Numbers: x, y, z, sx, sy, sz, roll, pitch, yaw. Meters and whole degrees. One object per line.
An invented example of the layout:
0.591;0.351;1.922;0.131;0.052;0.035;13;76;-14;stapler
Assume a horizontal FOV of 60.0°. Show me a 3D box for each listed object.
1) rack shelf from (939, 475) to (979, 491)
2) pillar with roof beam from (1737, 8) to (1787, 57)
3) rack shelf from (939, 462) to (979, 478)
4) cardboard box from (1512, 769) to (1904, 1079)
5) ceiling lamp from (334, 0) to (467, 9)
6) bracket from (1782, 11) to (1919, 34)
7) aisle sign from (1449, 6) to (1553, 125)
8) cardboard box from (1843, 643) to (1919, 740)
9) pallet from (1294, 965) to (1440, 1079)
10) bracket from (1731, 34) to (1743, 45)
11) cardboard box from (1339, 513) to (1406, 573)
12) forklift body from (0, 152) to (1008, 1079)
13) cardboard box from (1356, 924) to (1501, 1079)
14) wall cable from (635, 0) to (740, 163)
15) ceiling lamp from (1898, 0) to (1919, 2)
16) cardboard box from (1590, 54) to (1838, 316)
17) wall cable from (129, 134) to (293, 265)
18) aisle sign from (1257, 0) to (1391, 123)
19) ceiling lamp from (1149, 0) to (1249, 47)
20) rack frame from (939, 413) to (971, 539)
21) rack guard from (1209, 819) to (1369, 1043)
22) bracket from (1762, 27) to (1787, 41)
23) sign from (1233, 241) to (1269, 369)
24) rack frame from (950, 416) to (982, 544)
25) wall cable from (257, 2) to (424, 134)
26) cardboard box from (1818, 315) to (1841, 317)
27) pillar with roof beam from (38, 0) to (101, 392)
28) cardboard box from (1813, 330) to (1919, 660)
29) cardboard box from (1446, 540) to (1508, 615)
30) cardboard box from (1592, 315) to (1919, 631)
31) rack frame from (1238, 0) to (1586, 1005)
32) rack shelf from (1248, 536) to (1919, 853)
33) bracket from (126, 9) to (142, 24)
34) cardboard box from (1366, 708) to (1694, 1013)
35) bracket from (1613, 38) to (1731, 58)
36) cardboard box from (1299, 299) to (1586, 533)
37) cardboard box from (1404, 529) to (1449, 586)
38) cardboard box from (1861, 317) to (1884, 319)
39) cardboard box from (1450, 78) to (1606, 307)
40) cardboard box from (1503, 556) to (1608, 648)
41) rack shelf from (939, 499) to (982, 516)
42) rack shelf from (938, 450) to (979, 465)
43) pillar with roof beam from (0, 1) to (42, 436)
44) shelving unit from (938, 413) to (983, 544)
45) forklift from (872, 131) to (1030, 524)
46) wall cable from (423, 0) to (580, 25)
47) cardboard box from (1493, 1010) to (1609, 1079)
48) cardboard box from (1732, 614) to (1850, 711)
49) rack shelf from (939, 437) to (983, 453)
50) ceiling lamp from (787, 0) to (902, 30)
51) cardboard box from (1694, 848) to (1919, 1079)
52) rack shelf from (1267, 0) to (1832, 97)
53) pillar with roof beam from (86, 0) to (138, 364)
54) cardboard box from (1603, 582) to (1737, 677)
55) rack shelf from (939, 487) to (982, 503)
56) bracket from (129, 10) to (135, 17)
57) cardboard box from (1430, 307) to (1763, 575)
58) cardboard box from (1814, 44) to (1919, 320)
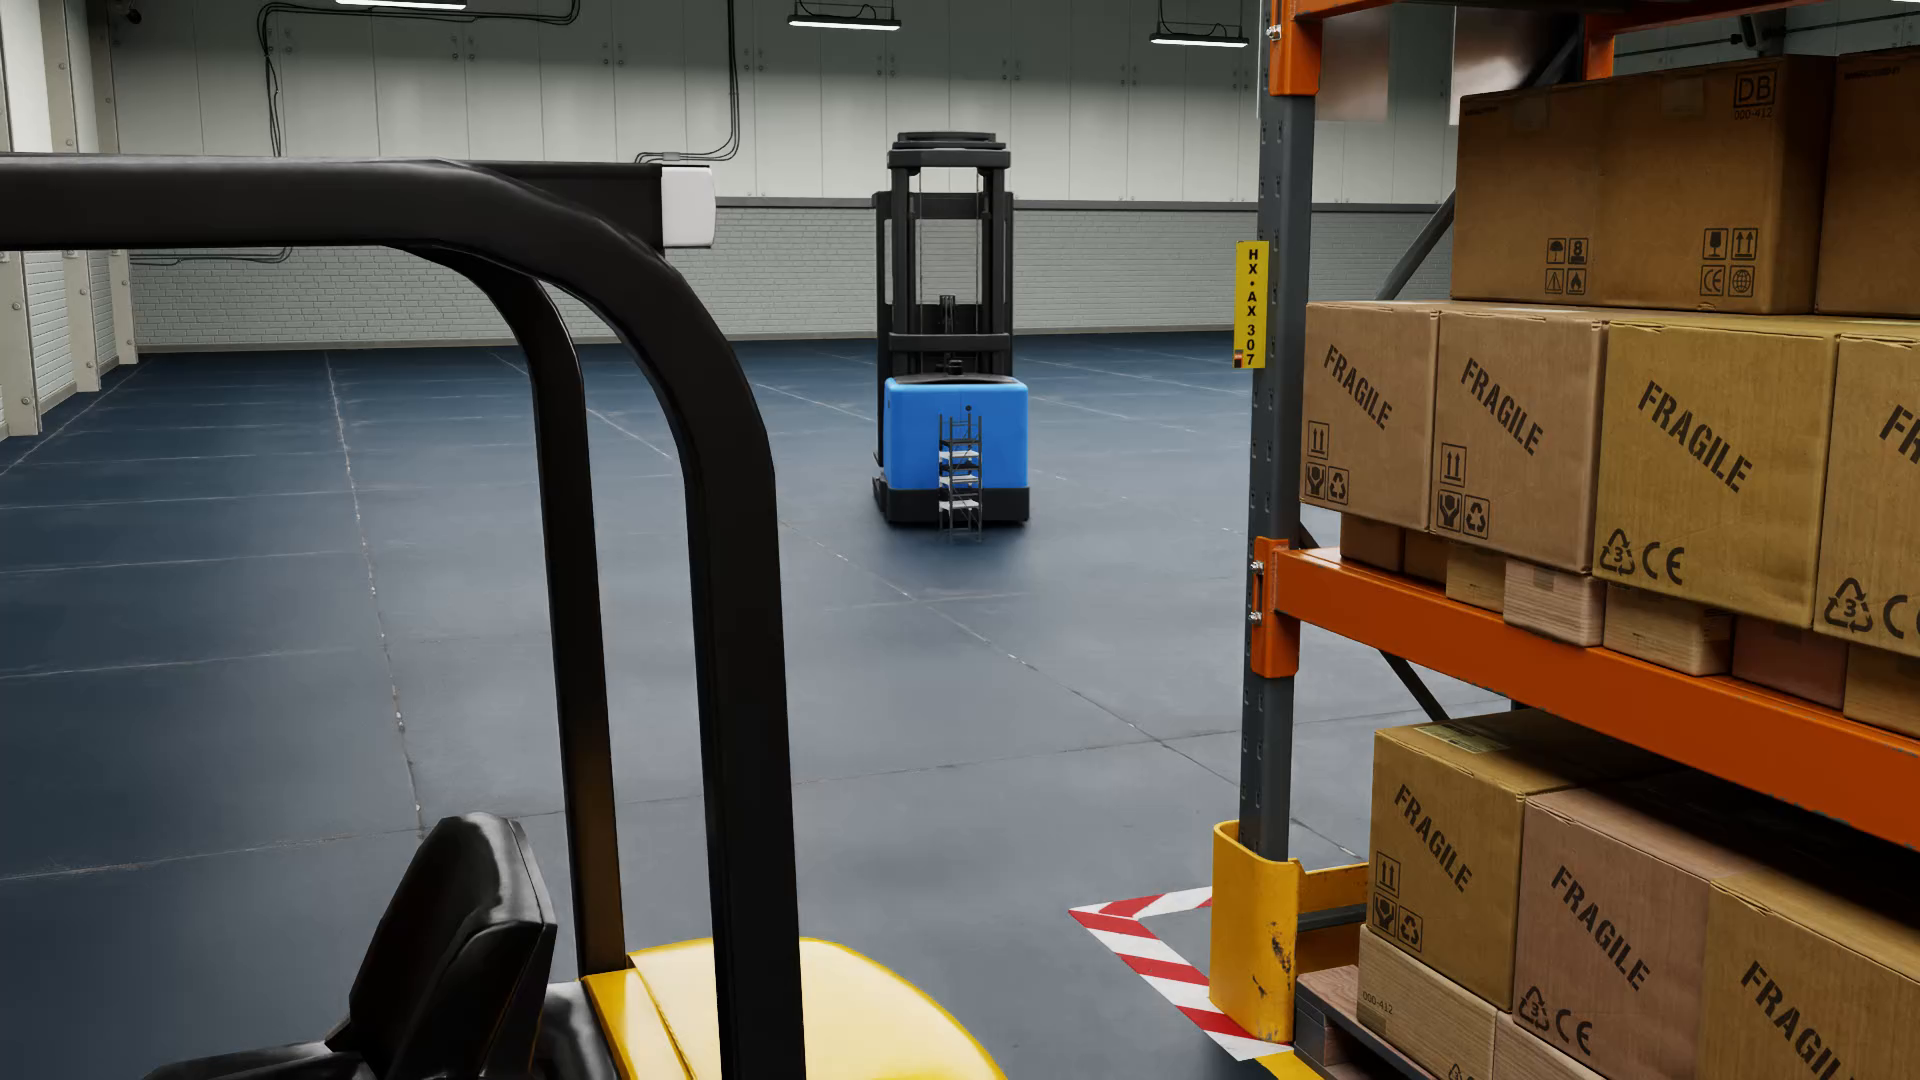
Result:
0.003;-0.409;11.840;0.258;0.077;0.200;-4;11;-21;rack shelf
12.697;-8.326;33.031;9.100;9.000;0.548;-4;11;-21;pillar with roof beam
0.003;-0.498;11.824;0.258;0.077;0.200;-4;11;-21;rack shelf
1.498;0.801;3.366;0.500;0.500;0.500;-4;11;-23;cardboard box
-8.997;-10.124;26.472;2.000;3.185;0.800;-4;11;-21;ceiling lamp
17.463;-9.860;31.380;0.076;0.066;4.783;-4;11;-21;bracket
1.508;-1.524;4.499;0.394;0.787;0.004;-4;11;-21;aisle sign
1.710;0.234;2.755;0.380;0.149;0.250;-4;11;-22;cardboard box
1.549;1.305;3.982;1.003;0.211;1.213;-4;11;-21;pallet
16.229;-10.416;34.506;0.235;0.232;0.430;-4;11;-21;bracket
1.191;-0.023;4.202;0.380;0.149;0.250;-4;11;-21;cardboard box
-0.977;0.712;1.777;2.313;2.155;1.214;-4;11;-21;forklift body
1.295;1.081;3.931;0.500;0.250;0.500;-4;11;-21;cardboard box
-5.805;-10.418;35.084;2.305;6.003;0.169;-4;11;-21;wall cable
14.614;-10.040;25.883;2.000;3.144;0.800;-4;11;-21;ceiling lamp
1.825;-0.751;3.586;0.700;0.500;0.500;-4;11;-20;cardboard box
-14.659;-6.615;32.282;3.097;2.526;0.112;-4;11;-21;wall cable
0.949;-1.486;4.285;0.394;0.787;0.004;-4;11;-21;aisle sign
4.471;-11.041;31.628;2.000;3.185;0.800;-4;11;-21;ceiling lamp
-0.034;-0.458;11.927;0.240;0.900;0.006;-4;11;-21;rack frame
1.288;1.028;4.715;1.175;0.500;0.348;-4;11;-21;rack guard
16.529;-10.281;33.745;0.235;0.232;0.430;-4;11;-21;bracket
0.755;-0.607;4.297;0.100;0.325;0.005;-4;11;-21;sign
0.040;-0.425;11.741;0.240;0.900;0.006;-4;11;-21;rack frame
-12.137;-9.274;32.805;3.097;2.526;0.112;-4;11;-21;wall cable
1.891;-0.258;3.670;0.500;0.500;0.500;-4;11;-21;cardboard box
-8.637;-6.873;24.865;9.100;9.000;0.400;-4;11;-21;pillar with roof beam
1.742;-0.066;2.593;0.500;0.500;0.500;-4;11;-22;cardboard box
1.316;0.066;3.703;0.380;0.149;0.250;-4;11;-23;cardboard box
1.550;-0.149;3.056;0.500;0.500;0.500;-4;11;-22;cardboard box
1.261;-0.215;4.566;1.000;3.000;0.127;-4;11;-21;rack frame
1.985;0.465;2.794;1.077;0.370;4.000;-4;11;-21;rack shelf
-15.502;-9.829;31.202;0.235;0.232;0.430;-4;11;-21;bracket
1.304;0.715;3.844;0.500;0.500;0.500;-4;11;-23;cardboard box
15.289;-10.840;36.886;0.076;0.066;4.783;-4;11;-21;bracket
1.174;-0.316;3.998;0.500;0.500;0.500;-4;11;-22;cardboard box
1.296;0.017;3.976;0.380;0.149;0.250;-4;11;-20;cardboard box
2.069;-0.176;3.210;0.500;0.500;0.500;-4;11;-21;cardboard box
1.649;-0.834;4.053;0.700;0.500;0.500;-4;11;-22;cardboard box
1.365;0.110;3.454;0.380;0.149;0.250;-4;11;-20;cardboard box
0.003;-0.232;11.871;0.258;0.077;0.200;-4;11;-21;rack shelf
0.003;-0.586;11.808;0.258;0.077;0.200;-4;11;-21;rack shelf
-6.463;-5.894;19.359;9.100;9.000;0.400;-4;11;-21;pillar with roof beam
0.003;-0.442;11.834;0.258;0.900;0.210;-4;11;-21;shelving unit
-0.146;-1.776;13.534;1.130;2.935;3.031;-1;10;-6;forklift
-9.253;-11.709;33.510;3.097;2.526;0.112;-4;11;-21;wall cable
1.473;1.165;3.460;0.500;0.250;0.500;-3;11;-19;cardboard box
1.642;0.189;3.008;0.380;0.149;0.250;-4;11;-19;cardboard box
0.003;-0.675;11.792;0.258;0.077;0.200;-4;11;-21;rack shelf
-2.109;-10.593;29.109;2.000;3.185;0.800;-4;11;-21;ceiling lamp
1.672;0.883;2.902;0.500;0.500;0.500;-4;11;-20;cardboard box
1.985;-1.012;2.531;1.077;0.370;4.000;-4;11;-21;rack shelf
-10.811;-7.853;30.371;9.100;9.000;0.548;-4;11;-21;pillar with roof beam
1.490;0.150;3.229;0.380;0.149;0.250;-4;11;-19;cardboard box
0.003;-0.320;11.855;0.258;0.077;0.200;-4;11;-21;rack shelf
-15.288;-9.732;30.660;0.076;0.066;3.189;-4;11;-21;bracket
1.364;-0.232;3.523;0.500;0.500;0.500;-4;11;-19;cardboard box
2.106;-0.674;3.154;0.700;0.500;0.500;-4;11;-22;cardboard box
